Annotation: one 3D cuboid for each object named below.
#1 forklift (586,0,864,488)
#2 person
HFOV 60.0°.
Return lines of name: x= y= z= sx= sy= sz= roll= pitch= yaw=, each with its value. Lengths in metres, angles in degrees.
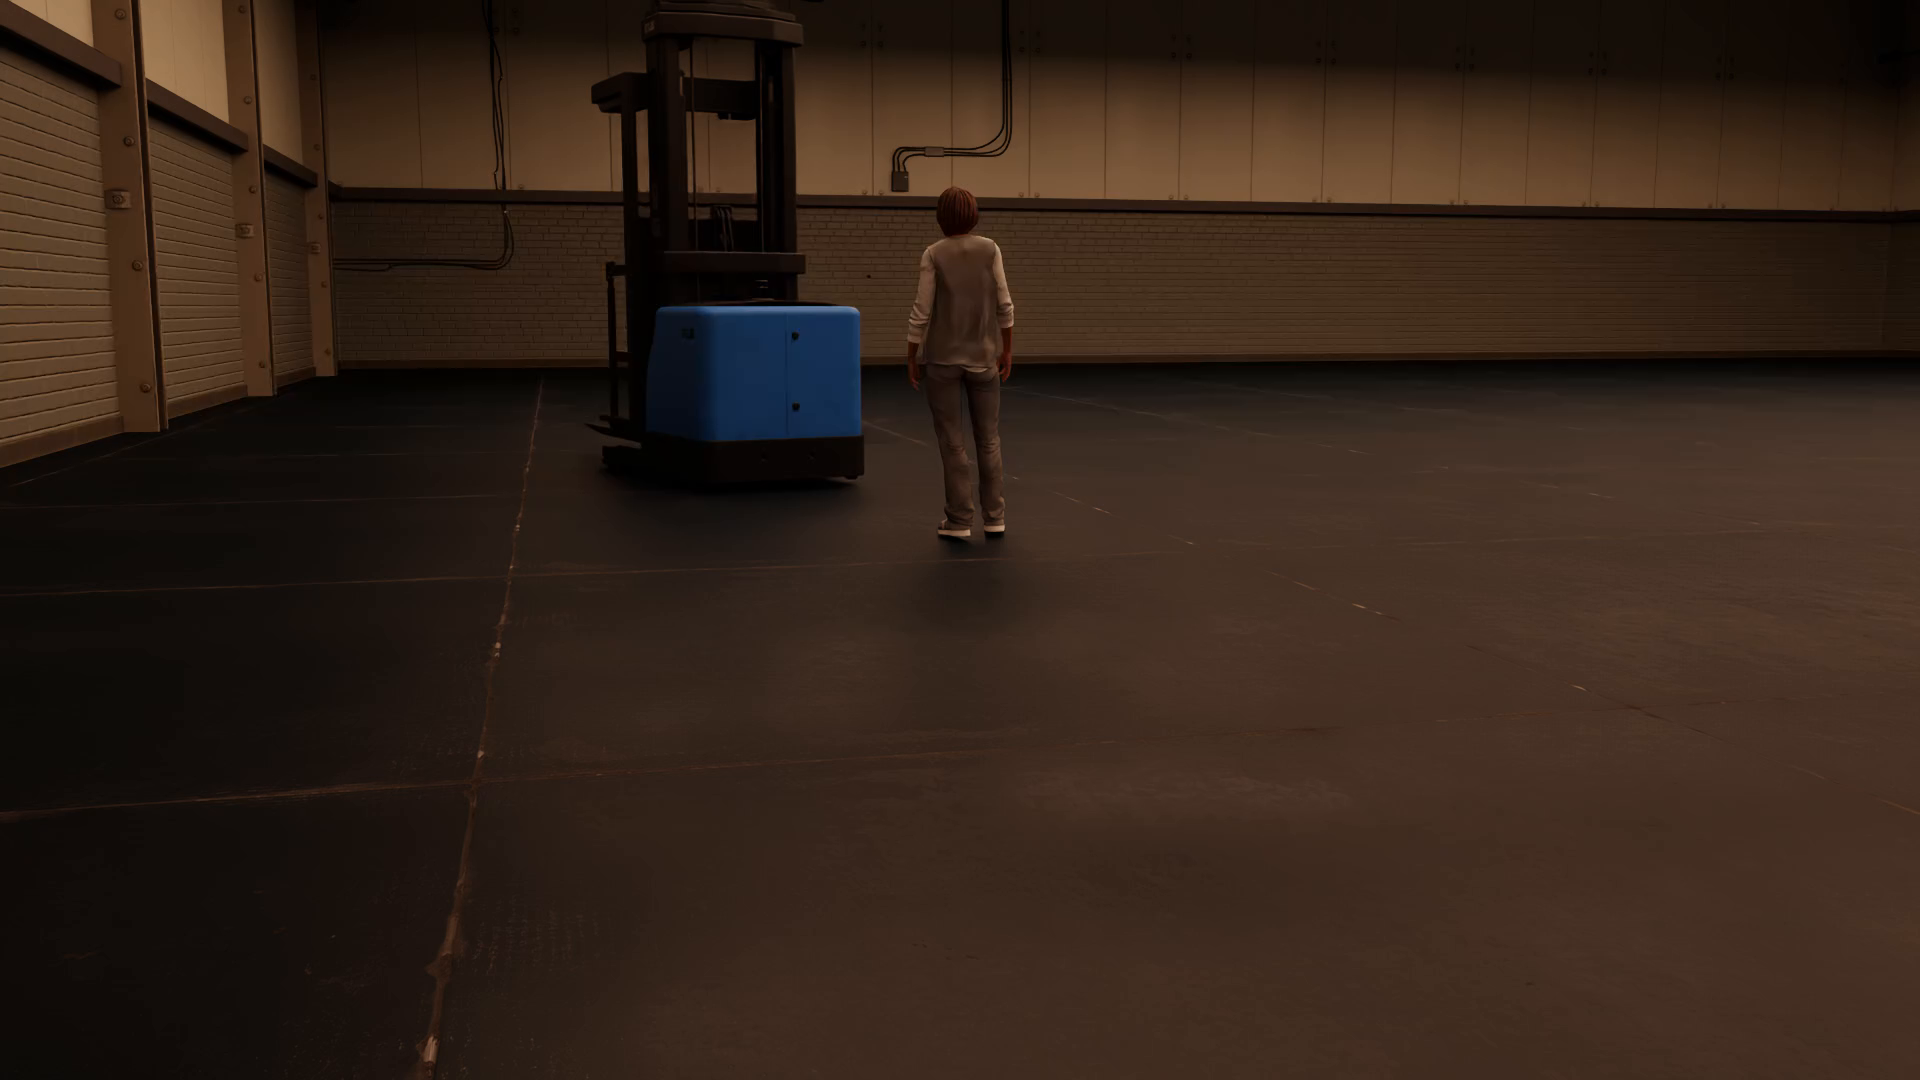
forklift: x=-1.718 y=-1.917 z=10.824 sx=1.130 sy=2.935 sz=3.031 roll=-4 pitch=9 yaw=-28
person: x=-0.003 y=-0.809 z=7.669 sx=0.520 sy=1.597 sz=0.475 roll=-2 pitch=8 yaw=-13
